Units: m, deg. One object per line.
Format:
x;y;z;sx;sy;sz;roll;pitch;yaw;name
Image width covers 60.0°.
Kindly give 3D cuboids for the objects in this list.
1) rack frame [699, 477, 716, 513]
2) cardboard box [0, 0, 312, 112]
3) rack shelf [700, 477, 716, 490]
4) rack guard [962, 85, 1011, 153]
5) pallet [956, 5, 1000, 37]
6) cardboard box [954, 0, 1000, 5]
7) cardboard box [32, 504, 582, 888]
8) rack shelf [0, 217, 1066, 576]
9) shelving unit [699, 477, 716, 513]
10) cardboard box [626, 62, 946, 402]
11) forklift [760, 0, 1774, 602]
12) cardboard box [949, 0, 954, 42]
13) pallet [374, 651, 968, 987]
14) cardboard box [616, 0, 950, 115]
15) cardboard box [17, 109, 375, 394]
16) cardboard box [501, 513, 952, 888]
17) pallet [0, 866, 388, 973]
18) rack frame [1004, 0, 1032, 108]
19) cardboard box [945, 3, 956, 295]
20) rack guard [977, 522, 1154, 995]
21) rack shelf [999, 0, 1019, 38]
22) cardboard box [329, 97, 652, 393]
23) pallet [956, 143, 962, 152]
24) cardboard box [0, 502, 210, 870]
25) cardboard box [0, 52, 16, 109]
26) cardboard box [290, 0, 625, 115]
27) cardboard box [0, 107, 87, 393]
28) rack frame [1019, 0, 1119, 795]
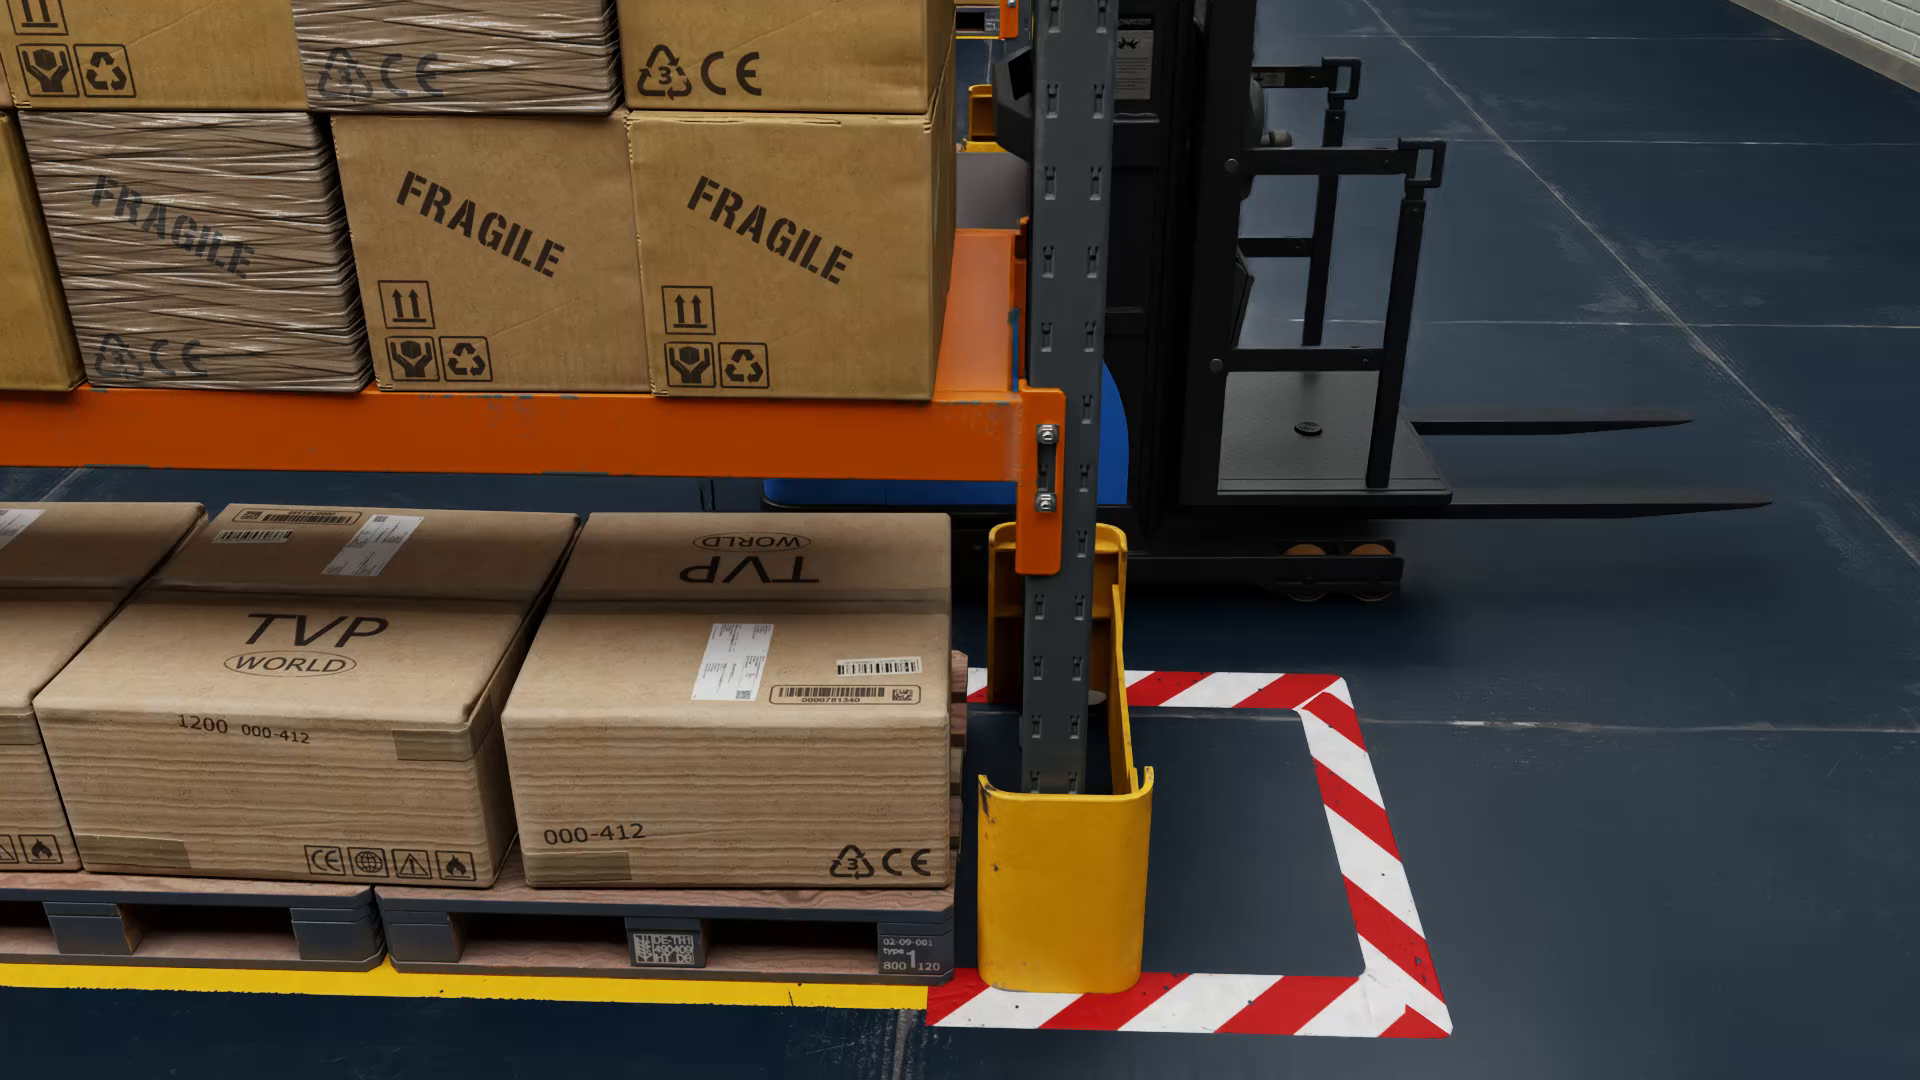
-0.799;-0.436;5.111;0.006;0.900;0.240;0;28;0;rack frame
-1.303;-1.042;2.839;0.500;0.500;0.500;1;28;2;cardboard box
-0.698;-0.248;5.212;0.200;0.077;0.258;0;28;0;rack shelf
0.202;-1.871;8.245;0.348;0.500;1.175;1;28;2;rack guard
-0.248;-4.038;12.643;1.213;0.211;1.003;1;28;2;pallet
-0.088;-4.514;12.382;0.875;0.875;0.875;1;28;2;cardboard box
-1.374;0.316;3.738;0.875;0.438;0.875;2;28;3;cardboard box
-1.794;-0.370;3.514;4.000;0.370;1.077;1;28;2;rack shelf
-0.698;-0.436;5.112;0.210;0.900;0.258;0;28;0;shelving unit
-0.287;-0.583;3.041;0.500;0.500;0.500;1;28;2;cardboard box
0.928;-1.363;4.691;3.031;2.935;1.130;0;28;0;forklift
-0.265;-1.282;3.292;0.500;0.500;0.500;0;28;1;cardboard box
-0.598;0.600;3.892;1.213;0.211;1.003;1;28;2;pallet
-0.286;-1.038;2.830;0.500;0.500;0.500;2;28;3;cardboard box
-1.303;-0.603;3.078;0.500;0.500;0.500;2;28;3;cardboard box
-0.459;0.327;3.717;0.875;0.438;0.875;0;28;0;cardboard box
-1.814;0.579;3.933;1.213;0.211;1.003;1;28;2;pallet
0.278;-2.974;7.657;0.127;3.000;1.000;1;28;2;rack frame
-0.265;-0.842;3.528;0.500;0.500;0.500;1;28;1;cardboard box
0.228;0.450;3.868;0.348;0.500;1.175;1;28;2;rack guard
-1.721;-2.689;7.888;4.000;0.370;1.077;1;28;2;rack shelf
-0.788;-0.599;3.070;0.500;0.500;0.500;0;28;1;cardboard box
-0.609;-1.773;8.369;1.213;0.211;1.003;1;28;2;pallet
-2.275;0.300;3.768;0.875;0.438;0.875;0;28;0;cardboard box
-1.806;-1.051;2.856;0.500;0.500;0.500;1;28;1;cardboard box
-0.809;-1.033;2.821;0.500;0.500;0.500;1;28;2;cardboard box
-1.819;-0.605;3.082;0.500;0.500;0.500;2;28;3;cardboard box
0.204;-0.655;3.283;0.127;3.000;1.000;1;28;2;rack frame
